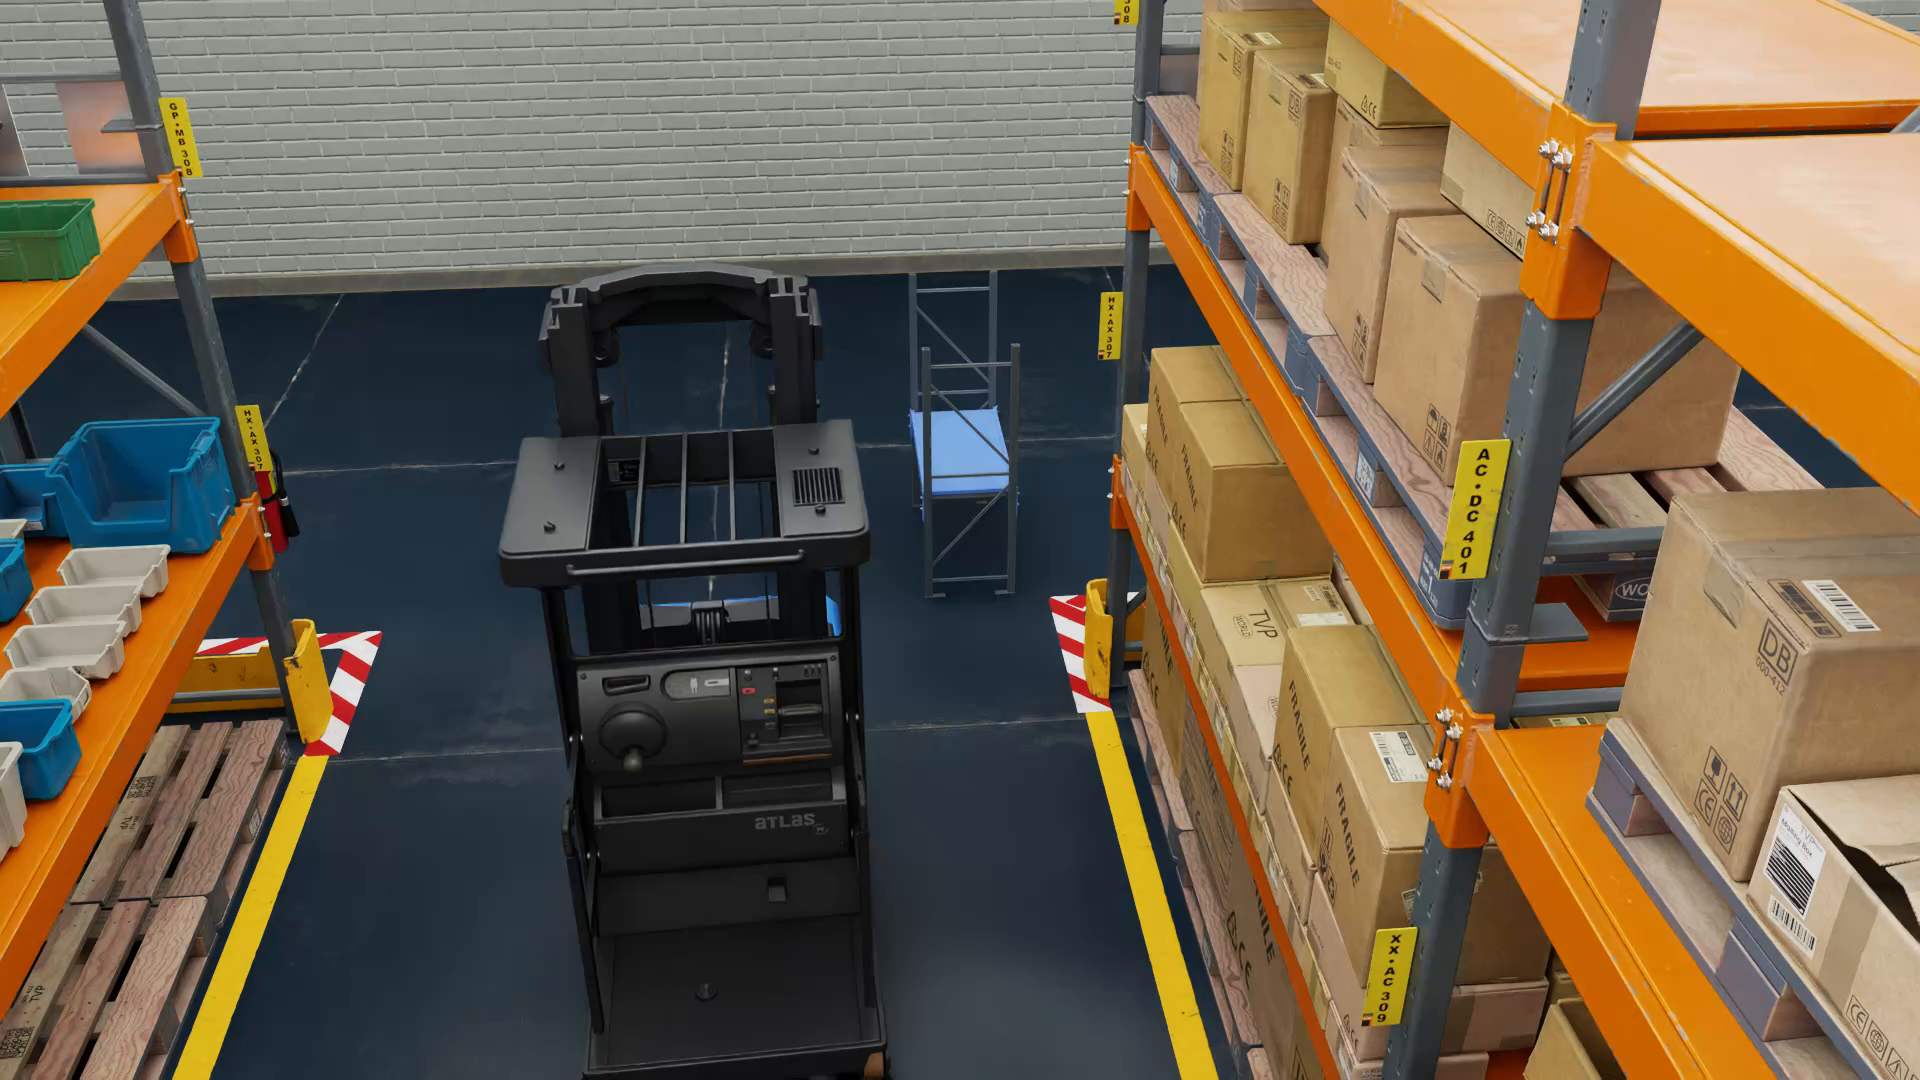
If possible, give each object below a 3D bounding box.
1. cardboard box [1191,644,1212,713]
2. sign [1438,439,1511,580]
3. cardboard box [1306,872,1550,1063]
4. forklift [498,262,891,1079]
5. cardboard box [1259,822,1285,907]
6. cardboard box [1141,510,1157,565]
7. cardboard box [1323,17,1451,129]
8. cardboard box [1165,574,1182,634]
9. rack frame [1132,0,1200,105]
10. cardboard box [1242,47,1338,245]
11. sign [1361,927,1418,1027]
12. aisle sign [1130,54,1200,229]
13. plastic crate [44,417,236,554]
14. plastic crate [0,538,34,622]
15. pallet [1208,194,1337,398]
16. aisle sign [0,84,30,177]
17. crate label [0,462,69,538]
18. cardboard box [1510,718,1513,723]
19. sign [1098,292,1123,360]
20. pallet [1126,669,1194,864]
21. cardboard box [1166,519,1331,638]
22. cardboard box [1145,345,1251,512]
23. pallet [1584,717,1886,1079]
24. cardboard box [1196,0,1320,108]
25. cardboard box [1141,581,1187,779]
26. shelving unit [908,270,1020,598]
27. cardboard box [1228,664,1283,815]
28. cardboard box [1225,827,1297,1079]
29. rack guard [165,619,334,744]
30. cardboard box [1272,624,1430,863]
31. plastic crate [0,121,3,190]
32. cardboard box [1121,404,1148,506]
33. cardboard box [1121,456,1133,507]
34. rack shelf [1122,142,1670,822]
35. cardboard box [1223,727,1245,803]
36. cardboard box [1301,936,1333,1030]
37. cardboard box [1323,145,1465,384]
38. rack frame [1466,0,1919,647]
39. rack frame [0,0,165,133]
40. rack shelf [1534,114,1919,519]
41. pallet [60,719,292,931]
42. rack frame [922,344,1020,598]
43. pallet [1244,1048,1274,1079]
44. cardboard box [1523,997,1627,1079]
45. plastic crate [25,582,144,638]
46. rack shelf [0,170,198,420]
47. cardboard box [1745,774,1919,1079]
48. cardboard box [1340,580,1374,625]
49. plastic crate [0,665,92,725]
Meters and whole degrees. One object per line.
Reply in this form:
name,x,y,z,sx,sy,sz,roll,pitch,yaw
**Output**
cardboard box,1.084,0.505,6.225,0.380,0.149,0.250,-4,31,-6
sign,1.056,-0.059,3.418,0.100,0.325,0.005,-3,31,-5
cardboard box,1.306,1.181,4.704,0.500,0.250,0.500,-3,31,-6
forklift,-0.861,0.664,5.781,1.130,2.935,3.031,-4,31,-6
cardboard box,1.182,1.031,5.344,0.380,0.149,0.250,-2,31,-4
cardboard box,0.989,-0.018,7.101,0.380,0.149,0.250,-3,31,-6
cardboard box,1.413,-1.429,4.957,0.500,0.250,0.500,-4,31,-6
cardboard box,1.037,0.244,6.661,0.380,0.149,0.250,-3,31,-6
rack frame,1.235,-3.161,6.266,1.000,3.000,0.127,-3,31,-5
cardboard box,1.366,-1.321,5.508,0.700,0.500,0.500,-5,31,-8
sign,1.056,1.079,4.098,0.100,0.325,0.005,-3,31,-5
aisle sign,0.929,-1.723,7.176,0.394,0.787,0.004,-3,31,-5
plastic crate,-3.479,-0.227,7.112,0.616,0.435,0.499,-3,31,-5
plastic crate,-3.940,0.176,6.635,0.416,0.233,0.300,-3,31,-5
pallet,1.432,-0.832,5.380,1.003,0.211,1.213,-3,31,-5
aisle sign,-3.999,-1.486,6.779,0.394,0.787,0.004,-3,31,-5
crate label,-4.001,-0.160,7.198,0.416,0.233,0.303,-3,31,-5
cardboard box,1.780,0.563,5.007,0.500,0.500,0.500,-3,31,-5
sign,0.682,-0.967,7.523,0.100,0.325,0.005,-3,31,-5
pallet,1.387,1.017,7.843,1.003,0.211,1.213,-3,31,-5
cardboard box,1.109,0.131,6.461,0.500,0.250,0.500,-4,31,-6
cardboard box,1.057,-0.457,6.715,0.500,0.500,0.500,-3,31,-6
pallet,1.743,0.717,2.886,0.805,0.209,1.217,-4,31,-7
cardboard box,1.337,-1.876,6.436,0.700,0.500,0.500,-5,31,-8
cardboard box,1.374,0.470,7.701,0.875,0.875,0.875,-3,31,-5
shelving unit,0.008,-0.600,9.293,0.538,1.500,1.048,-3,31,-5
cardboard box,1.207,0.656,5.583,0.500,0.250,0.500,-2,31,-4
cardboard box,1.542,1.389,6.163,0.875,0.875,0.875,-3,31,-5
rack guard,-3.712,0.714,8.068,1.175,0.500,0.348,-3,31,-5
cardboard box,1.257,0.594,4.956,0.500,0.500,0.500,-2,31,-4
plastic crate,-3.938,-1.369,6.320,0.497,0.269,0.590,-3,31,-5
cardboard box,1.011,-0.390,7.335,0.500,0.250,0.500,-4,31,-6
cardboard box,0.939,-0.280,7.539,0.380,0.149,0.250,-2,31,-4
rack shelf,1.422,-0.543,5.511,1.077,0.370,4.000,-3,31,-5
cardboard box,1.133,0.769,5.783,0.380,0.149,0.250,-3,31,-5
cardboard box,1.229,1.293,4.905,0.380,0.149,0.250,-2,31,-4
cardboard box,1.430,-0.768,4.582,0.700,0.500,0.500,-1,31,-2
rack frame,1.608,-1.118,2.847,1.000,3.000,0.127,-3,31,-5
rack frame,-3.697,-2.923,5.869,1.000,3.000,0.127,-3,31,-5
rack shelf,1.795,0.383,1.425,1.077,0.370,4.000,-3,31,-5
pallet,-3.658,1.272,7.414,1.003,0.211,1.213,-3,31,-5
rack frame,0.055,-0.341,8.858,0.500,1.500,0.032,-3,31,-5
pallet,1.615,2.262,5.757,1.003,0.211,1.213,-3,31,-5
cardboard box,1.676,1.309,3.558,0.797,0.503,0.637,-4,31,-6
plastic crate,-3.427,0.296,6.528,0.396,0.136,0.243,-3,31,-5
rack shelf,-3.510,-0.306,5.113,1.077,0.370,4.000,-3,31,-5
cardboard box,1.621,0.592,2.587,0.500,0.311,0.500,-4,31,-6
cardboard box,1.692,0.371,6.060,0.500,0.250,0.500,-3,31,-4
plastic crate,-3.331,0.587,6.041,0.298,0.136,0.250,-3,31,-5
